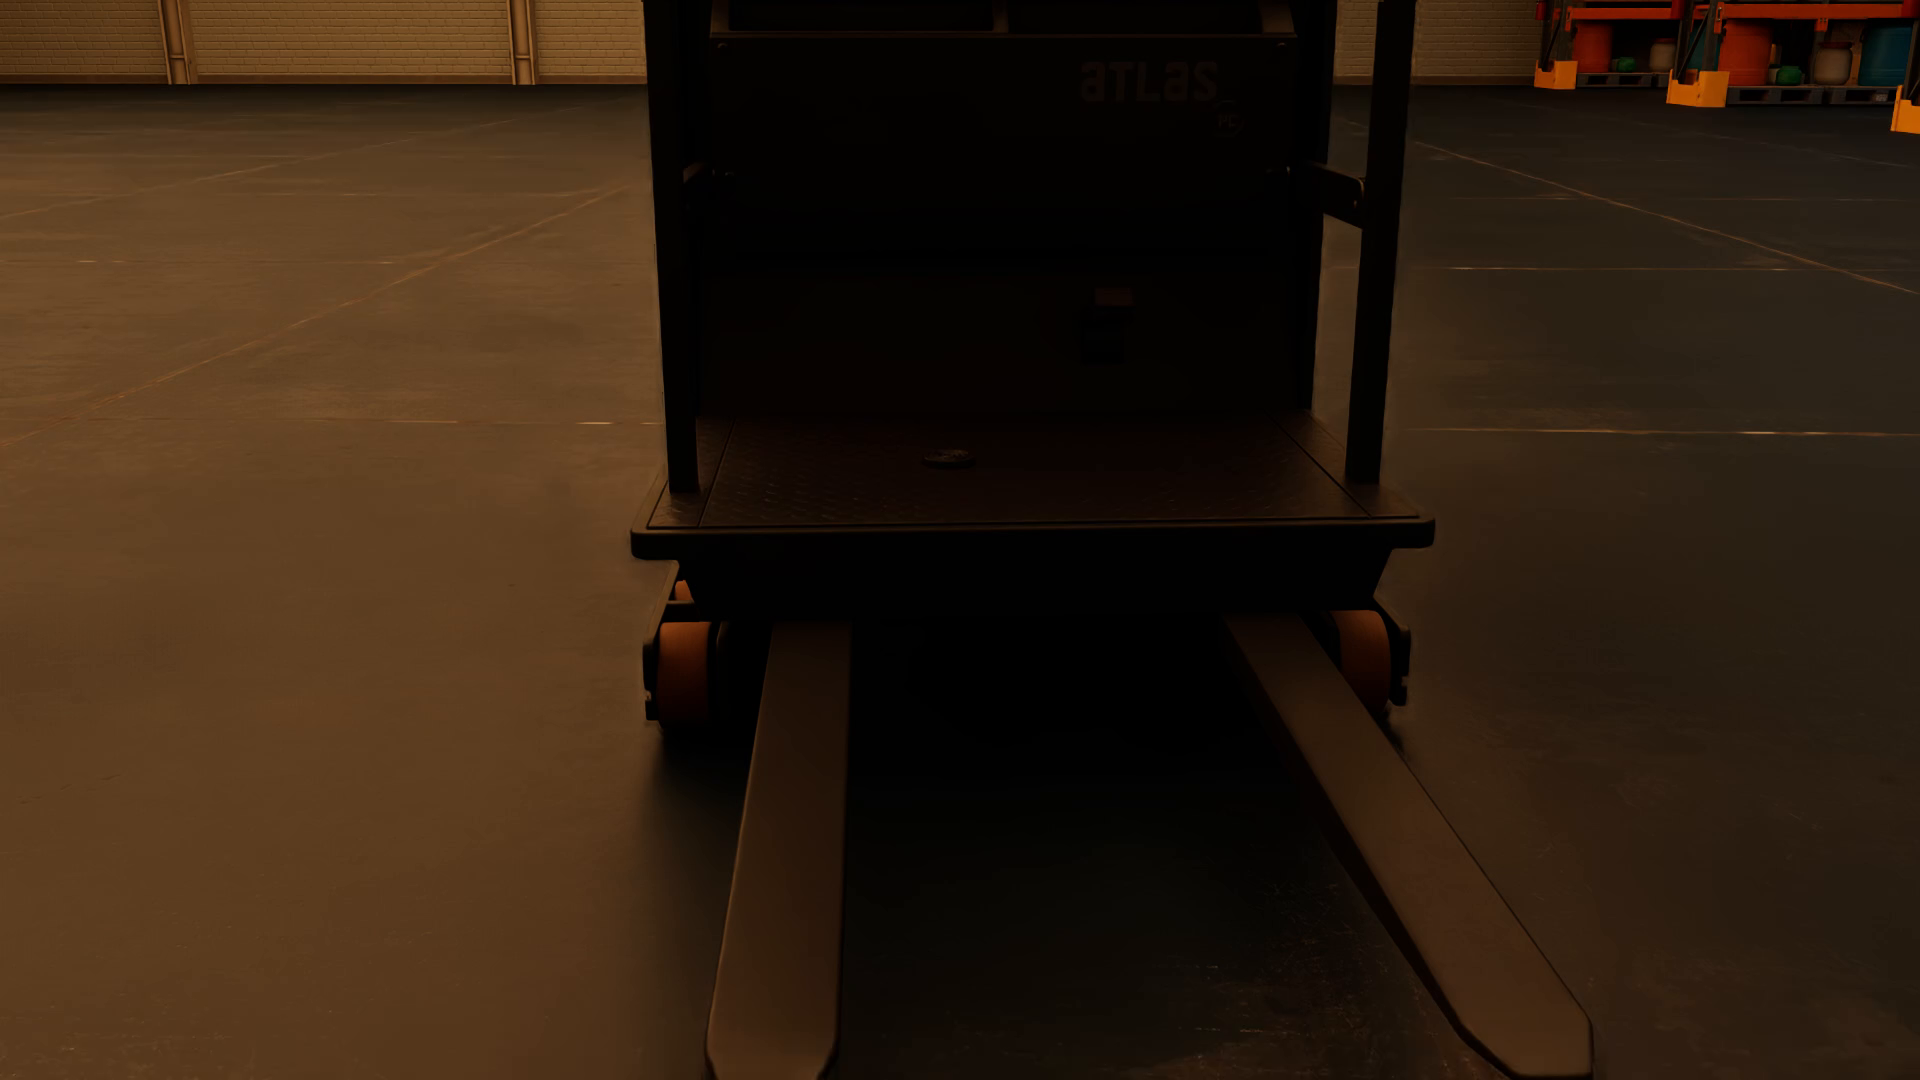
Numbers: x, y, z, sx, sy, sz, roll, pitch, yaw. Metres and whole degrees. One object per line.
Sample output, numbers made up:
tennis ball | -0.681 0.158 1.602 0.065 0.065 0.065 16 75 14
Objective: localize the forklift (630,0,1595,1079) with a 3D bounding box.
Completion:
forklift | 0.082 -1.215 2.343 1.130 2.935 3.031 -1 17 -3
